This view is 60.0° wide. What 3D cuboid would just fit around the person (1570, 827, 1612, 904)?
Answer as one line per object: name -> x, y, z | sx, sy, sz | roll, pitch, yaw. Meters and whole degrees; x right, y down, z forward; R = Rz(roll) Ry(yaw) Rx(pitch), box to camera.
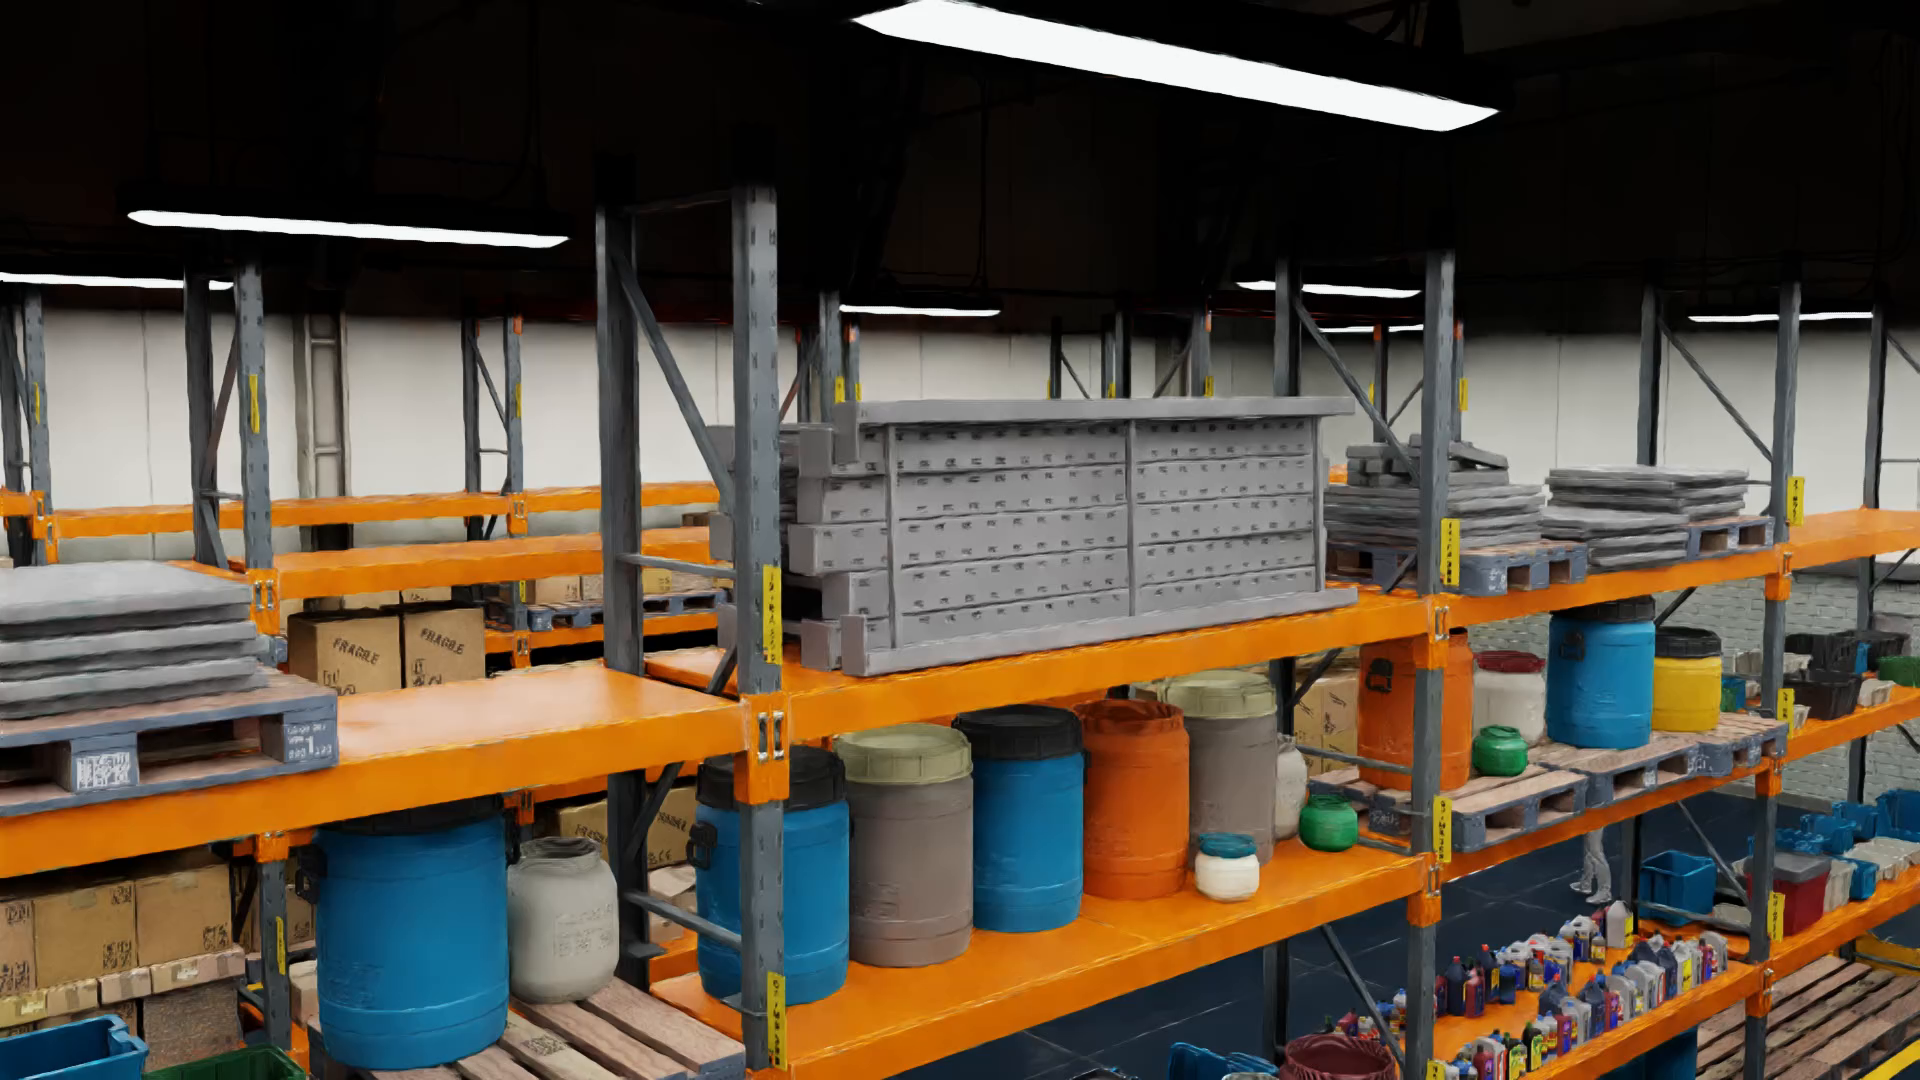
person -> 6.330, 2.763, 16.659 | 0.507, 1.662, 0.577 | 4, 7, 37
